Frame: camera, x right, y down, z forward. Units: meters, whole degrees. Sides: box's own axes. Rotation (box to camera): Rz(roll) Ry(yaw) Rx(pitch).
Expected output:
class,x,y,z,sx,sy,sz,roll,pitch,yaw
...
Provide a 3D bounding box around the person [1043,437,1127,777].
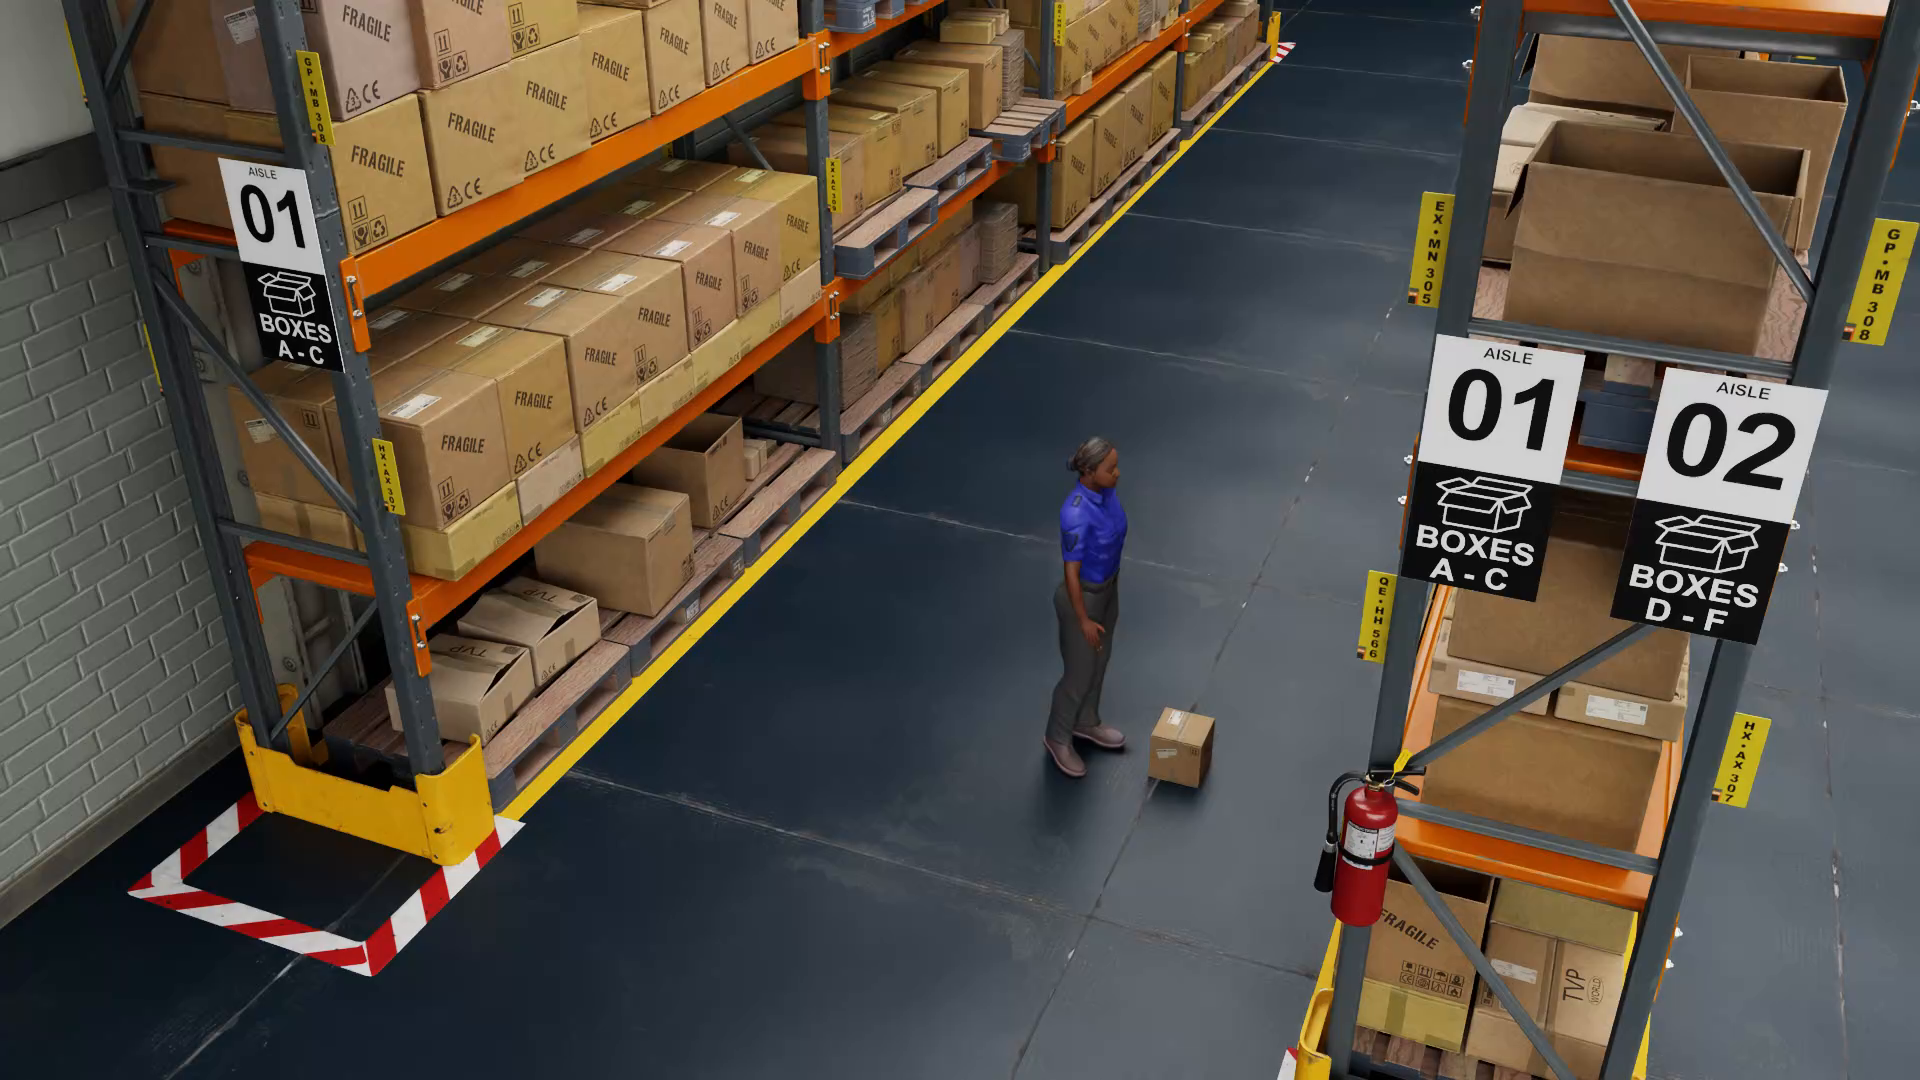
class,x,y,z,sx,sy,sz,roll,pitch,yaw
person,0.621,0.300,7.834,0.356,1.683,0.506,14,33,23
